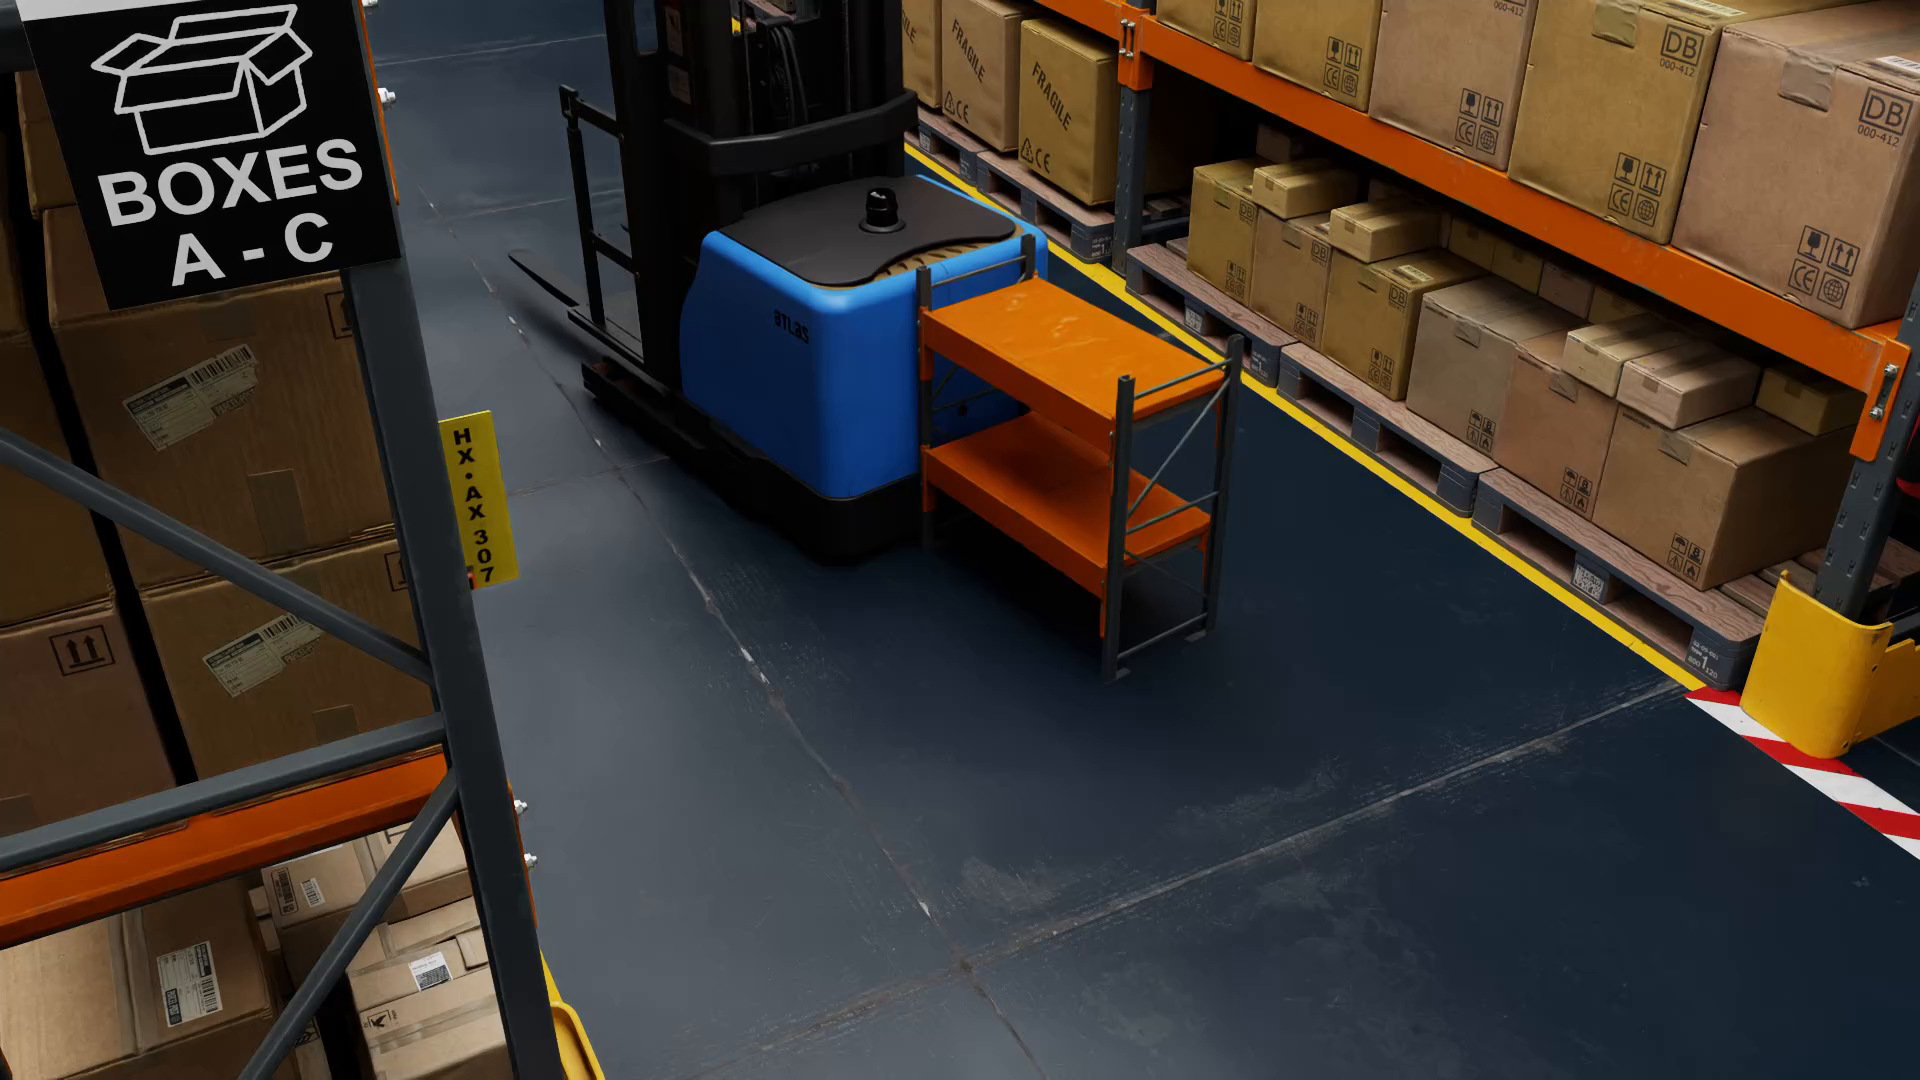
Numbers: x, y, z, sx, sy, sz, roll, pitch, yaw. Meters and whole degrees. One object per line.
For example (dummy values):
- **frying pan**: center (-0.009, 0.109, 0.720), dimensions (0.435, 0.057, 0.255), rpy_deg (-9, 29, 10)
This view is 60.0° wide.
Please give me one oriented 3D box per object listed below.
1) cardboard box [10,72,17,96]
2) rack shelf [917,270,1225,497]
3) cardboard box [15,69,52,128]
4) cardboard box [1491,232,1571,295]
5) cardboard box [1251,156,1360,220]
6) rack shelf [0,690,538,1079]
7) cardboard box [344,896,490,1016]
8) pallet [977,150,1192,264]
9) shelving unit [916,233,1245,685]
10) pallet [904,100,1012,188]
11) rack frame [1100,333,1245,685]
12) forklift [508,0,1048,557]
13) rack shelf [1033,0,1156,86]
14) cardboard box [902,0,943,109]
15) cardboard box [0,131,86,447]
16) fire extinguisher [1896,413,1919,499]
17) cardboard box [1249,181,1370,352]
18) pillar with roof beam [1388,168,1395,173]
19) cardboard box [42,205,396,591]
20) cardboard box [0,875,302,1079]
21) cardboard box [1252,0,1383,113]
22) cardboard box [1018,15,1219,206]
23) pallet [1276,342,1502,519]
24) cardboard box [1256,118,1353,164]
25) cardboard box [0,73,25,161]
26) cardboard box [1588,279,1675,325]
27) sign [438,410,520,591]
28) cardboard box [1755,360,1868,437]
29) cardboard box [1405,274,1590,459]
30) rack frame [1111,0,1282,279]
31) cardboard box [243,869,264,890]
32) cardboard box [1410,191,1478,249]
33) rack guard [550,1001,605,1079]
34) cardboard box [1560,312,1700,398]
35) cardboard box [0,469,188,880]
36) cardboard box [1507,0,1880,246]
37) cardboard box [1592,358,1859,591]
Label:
- **cardboard box**: center (-2.937, -1.390, 4.619), dimensions (0.500, 0.500, 0.500), rpy_deg (-17, 36, -25)
- **rack shelf**: center (0.366, -0.546, 5.517), dimensions (0.538, 0.278, 1.000), rpy_deg (-22, 39, -31)
- **cardboard box**: center (-1.737, -0.788, 3.680), dimensions (0.500, 0.500, 0.500), rpy_deg (-15, 36, -22)
- **cardboard box**: center (2.324, -1.109, 6.526), dimensions (0.380, 0.149, 0.250), rpy_deg (-15, 36, -23)
- **cardboard box**: center (1.488, -1.521, 7.171), dimensions (0.380, 0.149, 0.250), rpy_deg (-15, 35, -22)
- **rack shelf**: center (-2.217, -0.211, 4.465), dimensions (1.077, 0.370, 4.000), rpy_deg (-16, 36, -23)
- **cardboard box**: center (-1.292, 1.043, 4.060), dimensions (0.380, 0.166, 0.250), rpy_deg (-16, 36, -23)
- **pallet**: center (0.805, -1.891, 9.006), dimensions (1.003, 0.211, 1.213), rpy_deg (-16, 36, -23)
- **shelving unit**: center (0.366, -0.299, 5.675), dimensions (0.538, 1.125, 1.048), rpy_deg (-22, 39, -31)
- **pallet**: center (0.232, -2.474, 9.916), dimensions (1.003, 0.211, 1.213), rpy_deg (-16, 36, -23)
- **rack frame**: center (0.674, -0.081, 5.334), dimensions (0.500, 1.125, 0.032), rpy_deg (-22, 39, -31)
- **forklift**: center (-0.973, -1.905, 6.506), dimensions (1.130, 2.935, 3.031), rpy_deg (-23, 39, -32)
- **rack shelf**: center (0.299, -3.368, 9.393), dimensions (1.077, 0.370, 4.000), rpy_deg (-16, 36, -23)
- **cardboard box**: center (-0.004, -3.093, 9.901), dimensions (0.750, 0.750, 0.750), rpy_deg (-16, 36, -23)
- **cardboard box**: center (-1.971, -0.407, 3.084), dimensions (0.500, 0.500, 0.500), rpy_deg (-15, 36, -22)
- **fire extinguisher**: center (2.759, -0.429, 4.557), dimensions (0.296, 0.674, 0.183), rpy_deg (-16, 36, -23)
- **cardboard box**: center (1.721, -1.217, 7.297), dimensions (0.700, 0.500, 0.500), rpy_deg (-16, 36, -24)
- **pillar with roof beam**: center (-1.485, -4.043, 4.218), dimensions (9.100, 9.000, 0.400), rpy_deg (-16, 36, -23)
- **cardboard box**: center (-1.258, -0.301, 2.919), dimensions (0.500, 0.500, 0.500), rpy_deg (-15, 35, -22)
- **cardboard box**: center (-1.755, 1.110, 3.646), dimensions (0.500, 0.500, 0.500), rpy_deg (-16, 36, -23)
- **cardboard box**: center (1.806, -2.230, 6.671), dimensions (0.980, 0.700, 0.700), rpy_deg (-17, 36, -24)
- **cardboard box**: center (0.813, -2.265, 8.608), dimensions (0.750, 0.750, 0.750), rpy_deg (-15, 36, -23)
- **pallet**: center (2.090, -0.576, 6.954), dimensions (1.003, 0.211, 1.213), rpy_deg (-16, 36, -23)
- **cardboard box**: center (1.598, -1.850, 7.683), dimensions (0.380, 0.149, 0.250), rpy_deg (-16, 36, -23)
- **cardboard box**: center (-2.456, -0.898, 3.851), dimensions (0.500, 0.500, 0.500), rpy_deg (-15, 35, -22)
- **cardboard box**: center (2.564, -0.865, 6.146), dimensions (0.380, 0.149, 0.250), rpy_deg (-16, 36, -23)
- **sign**: center (-0.804, -0.060, 2.761), dimensions (0.100, 0.325, 0.005), rpy_deg (-16, 36, -23)
- **cardboard box**: center (2.917, -0.504, 5.583), dimensions (0.380, 0.149, 0.250), rpy_deg (-16, 36, -23)
- **cardboard box**: center (2.213, -0.719, 6.519), dimensions (0.700, 0.500, 0.500), rpy_deg (-17, 36, -25)
- **rack frame**: center (1.232, -2.716, 7.709), dimensions (1.000, 3.000, 0.127), rpy_deg (-16, 36, -23)
- **cardboard box**: center (-2.172, 0.755, 4.432), dimensions (0.500, 0.250, 0.500), rpy_deg (-16, 36, -23)
- **cardboard box**: center (2.085, -1.353, 6.907), dimensions (0.380, 0.149, 0.250), rpy_deg (-15, 36, -23)
- **rack guard**: center (-1.319, 1.457, 3.513), dimensions (1.175, 0.500, 0.348), rpy_deg (-16, 36, -23)
- **cardboard box**: center (2.341, -0.651, 5.812), dimensions (0.380, 0.149, 0.250), rpy_deg (-15, 36, -22)
- **cardboard box**: center (-1.734, 0.253, 2.981), dimensions (0.500, 0.500, 0.500), rpy_deg (-15, 35, -22)
- **cardboard box**: center (2.501, -1.519, 5.562), dimensions (0.980, 0.700, 0.700), rpy_deg (-16, 36, -23)
- **cardboard box**: center (2.682, -0.240, 5.772), dimensions (0.700, 0.500, 0.500), rpy_deg (-16, 36, -23)
